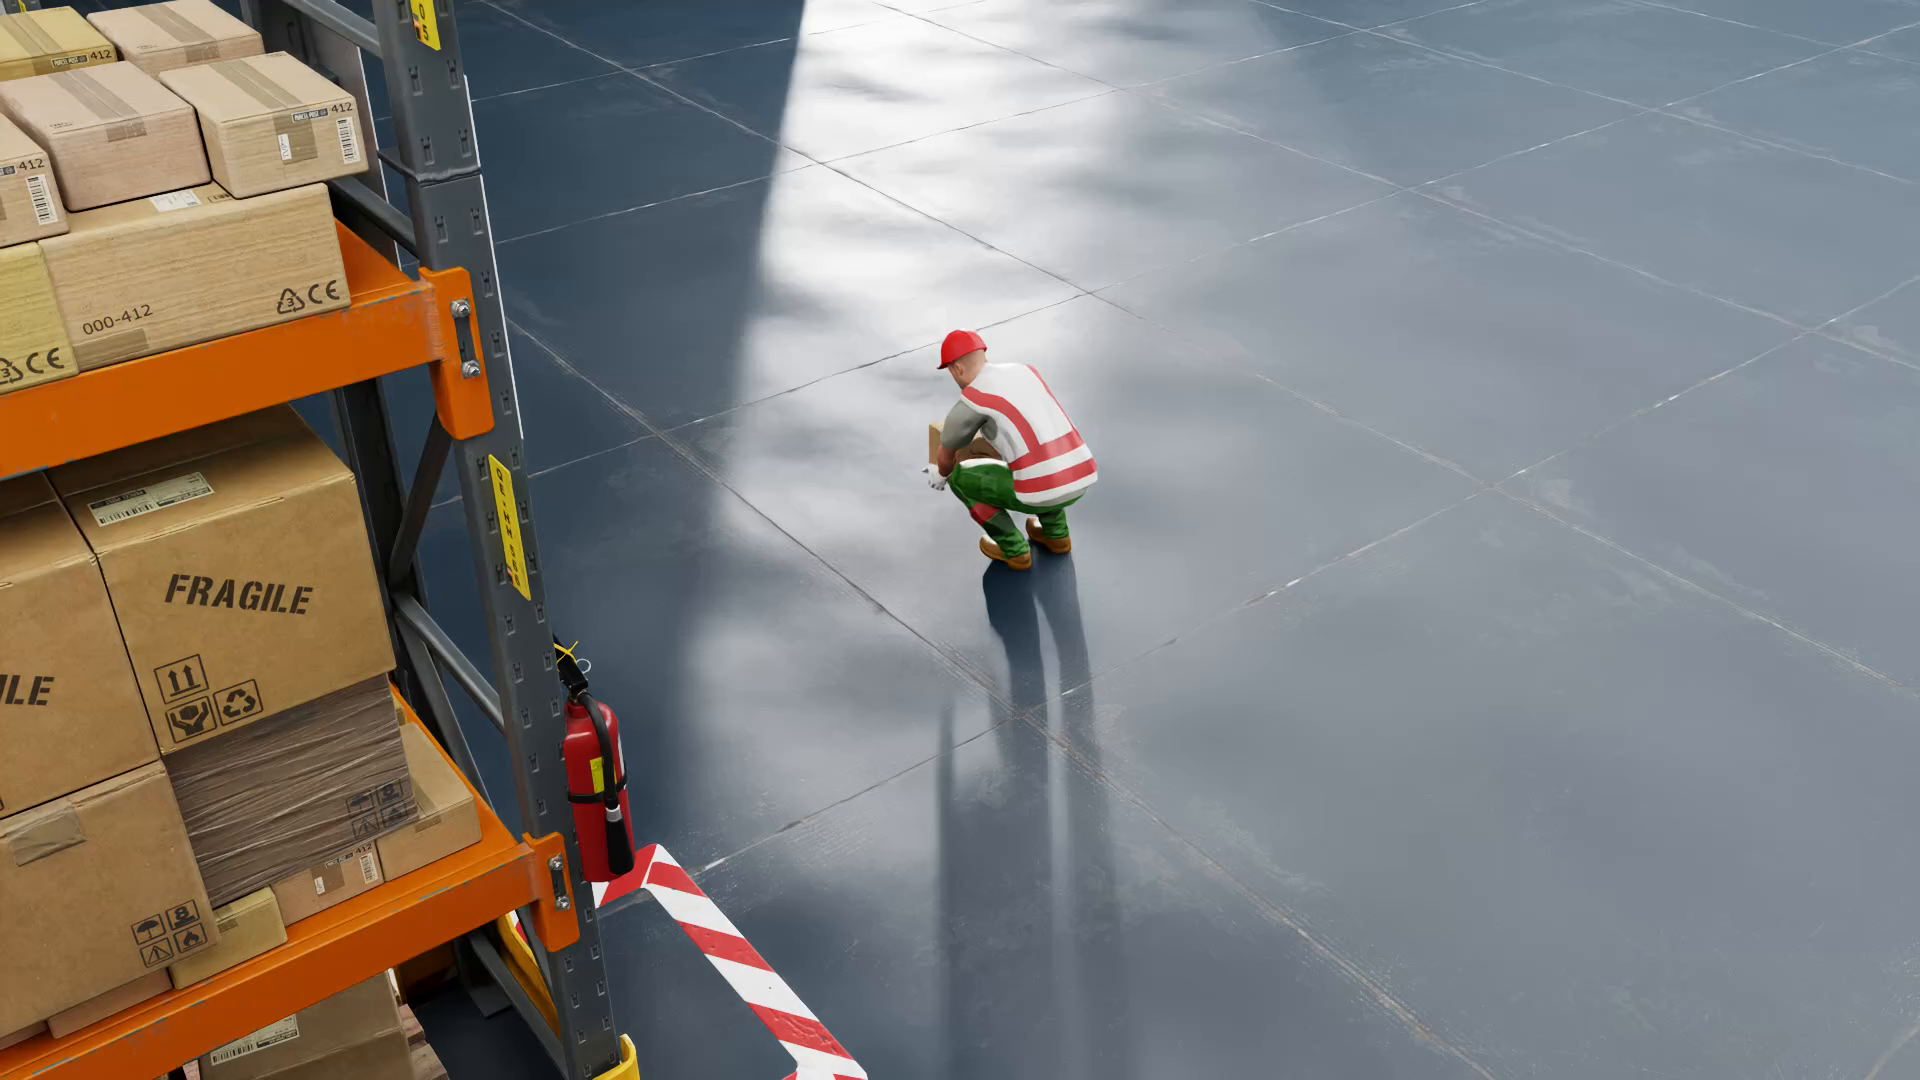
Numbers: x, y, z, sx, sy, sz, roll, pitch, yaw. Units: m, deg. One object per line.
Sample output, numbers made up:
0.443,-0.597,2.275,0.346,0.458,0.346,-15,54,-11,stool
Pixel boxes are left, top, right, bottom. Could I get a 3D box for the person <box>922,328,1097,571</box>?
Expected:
0.215,-0.421,7.552,0.570,0.991,0.875,-22,38,-31,person
